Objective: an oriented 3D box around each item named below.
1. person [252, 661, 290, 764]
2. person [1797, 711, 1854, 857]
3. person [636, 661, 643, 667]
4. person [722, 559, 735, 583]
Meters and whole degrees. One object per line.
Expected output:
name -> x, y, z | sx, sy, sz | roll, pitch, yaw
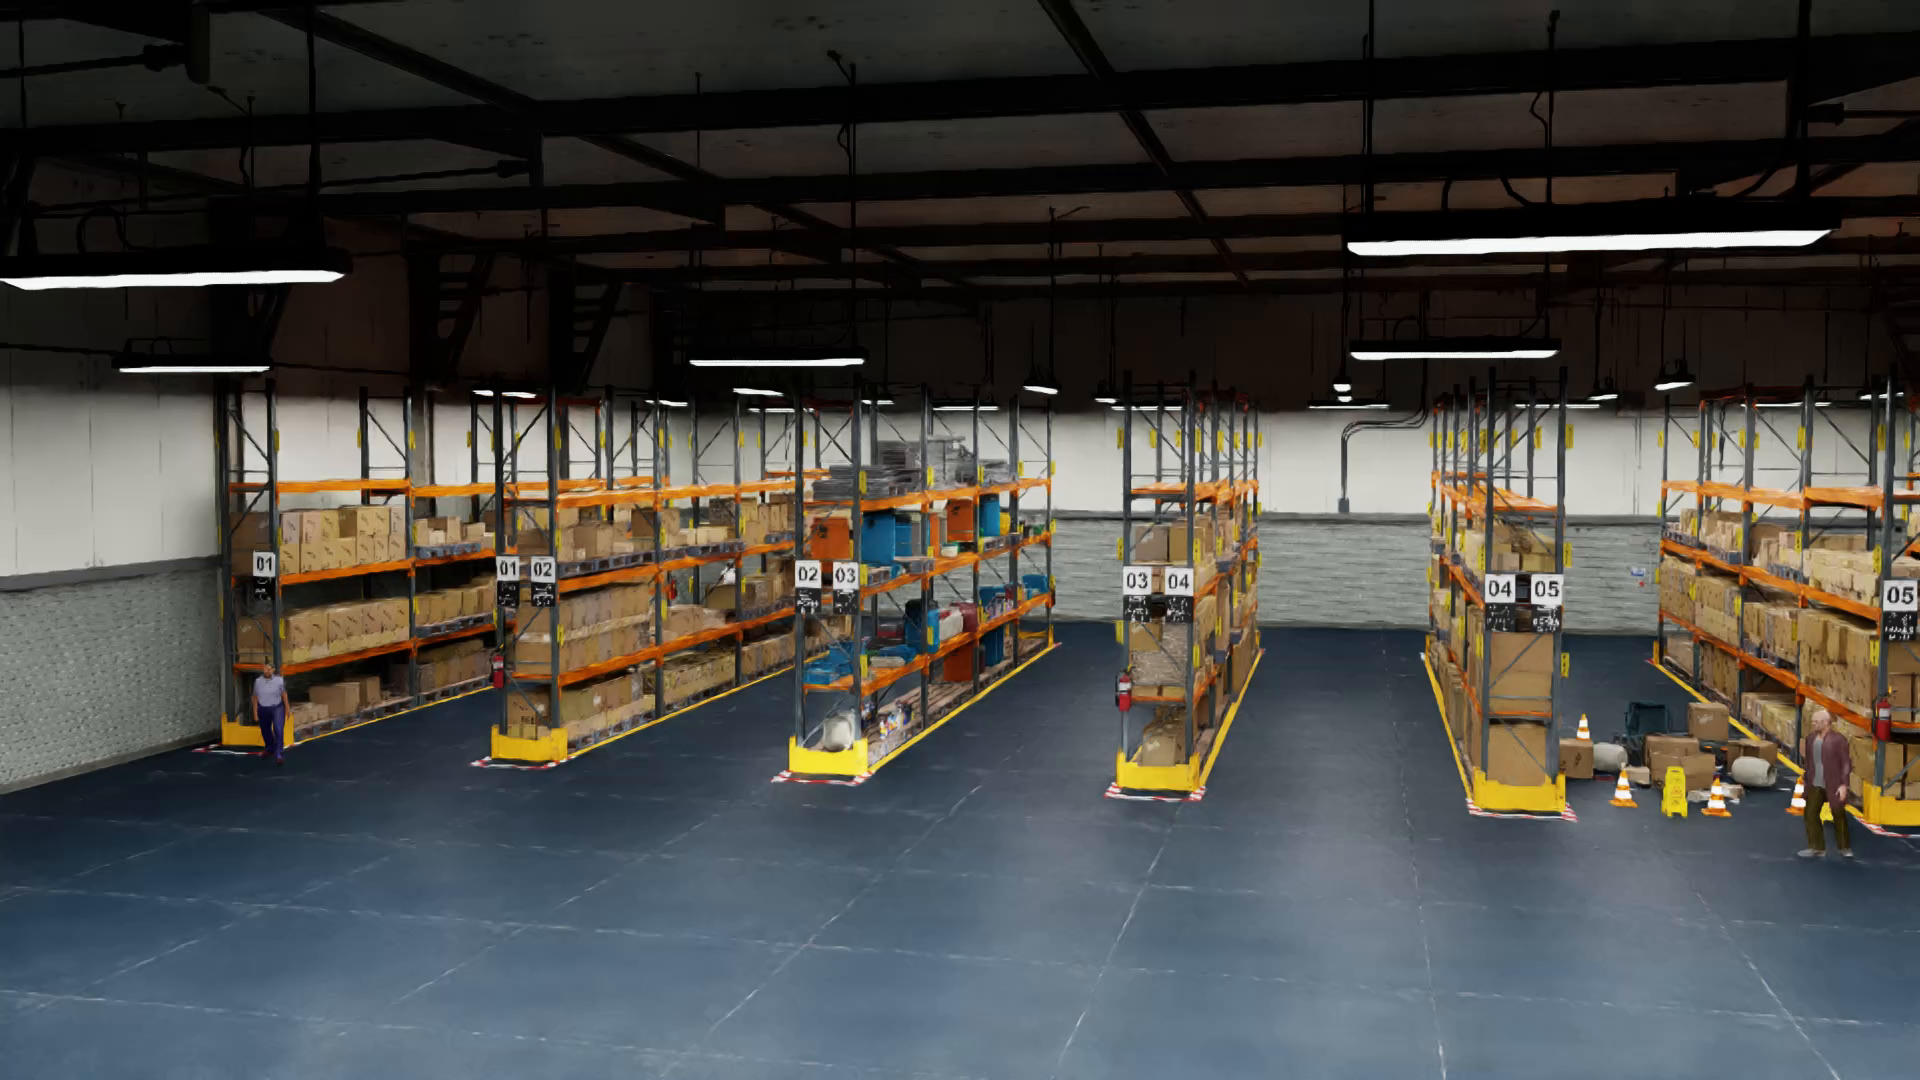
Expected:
person -> -10.719, 2.665, 25.858 | 0.518, 1.581, 0.942 | -1, 3, -10
person -> 10.411, 2.925, 19.959 | 0.655, 1.769, 0.607 | -2, 4, -32
person -> -6.636, 2.123, 33.503 | 0.550, 1.709, 1.128 | 1, 3, 11
person -> -6.446, 1.354, 46.904 | 0.734, 1.655, 0.565 | -3, 4, -37
